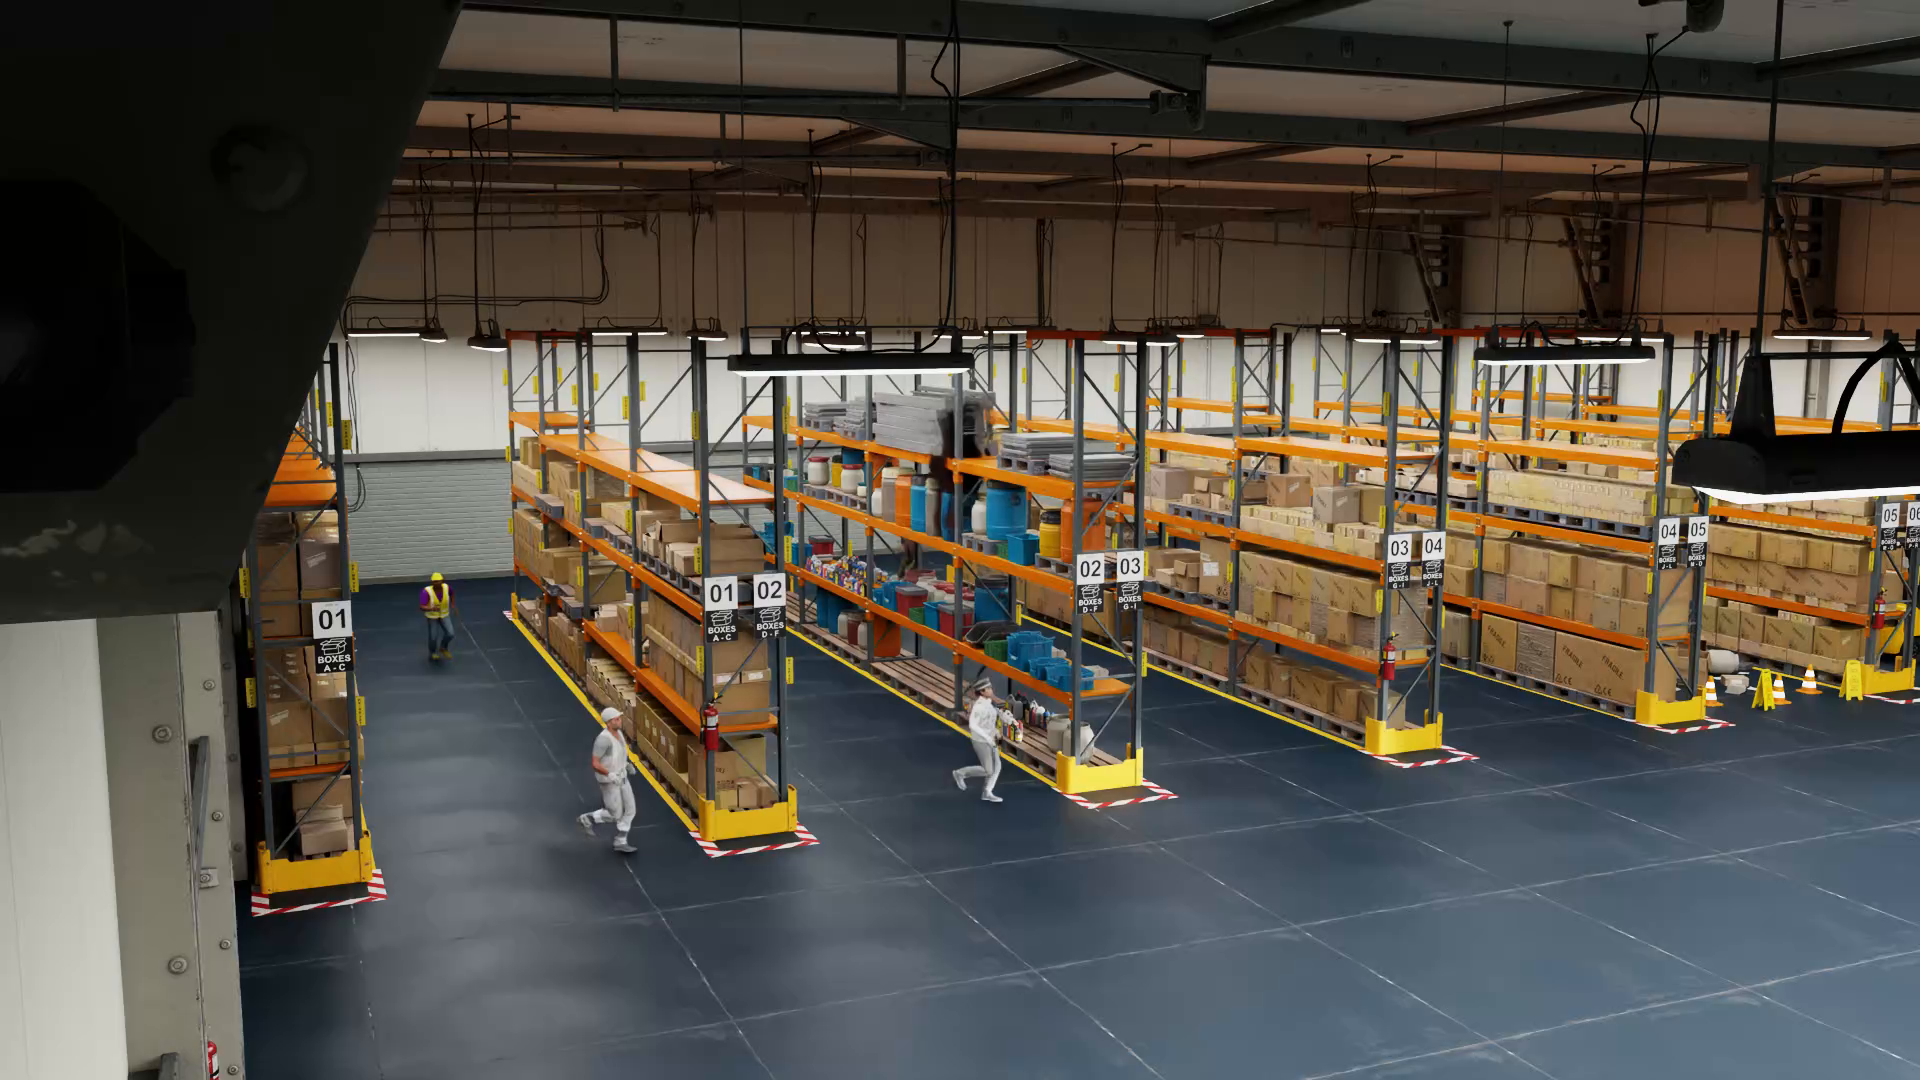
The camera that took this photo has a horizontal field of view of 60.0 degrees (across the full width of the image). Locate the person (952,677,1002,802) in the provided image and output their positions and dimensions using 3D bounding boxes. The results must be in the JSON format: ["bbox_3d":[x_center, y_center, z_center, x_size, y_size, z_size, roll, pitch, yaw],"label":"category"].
[{"bbox_3d":[0.245,2.589,21.654,0.659,1.651,0.628,2,8,17],"label":"person"}]

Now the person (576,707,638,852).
[{"bbox_3d":[-4.161,2.820,19.618,0.750,1.740,0.665,2,8,17],"label":"person"}]

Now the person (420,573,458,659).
[{"bbox_3d":[-9.483,1.389,30.282,0.729,1.654,0.897,-5,9,-33],"label":"person"}]

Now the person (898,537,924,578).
[{"bbox_3d":[-1.116,0.100,39.464,0.728,1.721,0.751,7,11,43],"label":"person"}]
